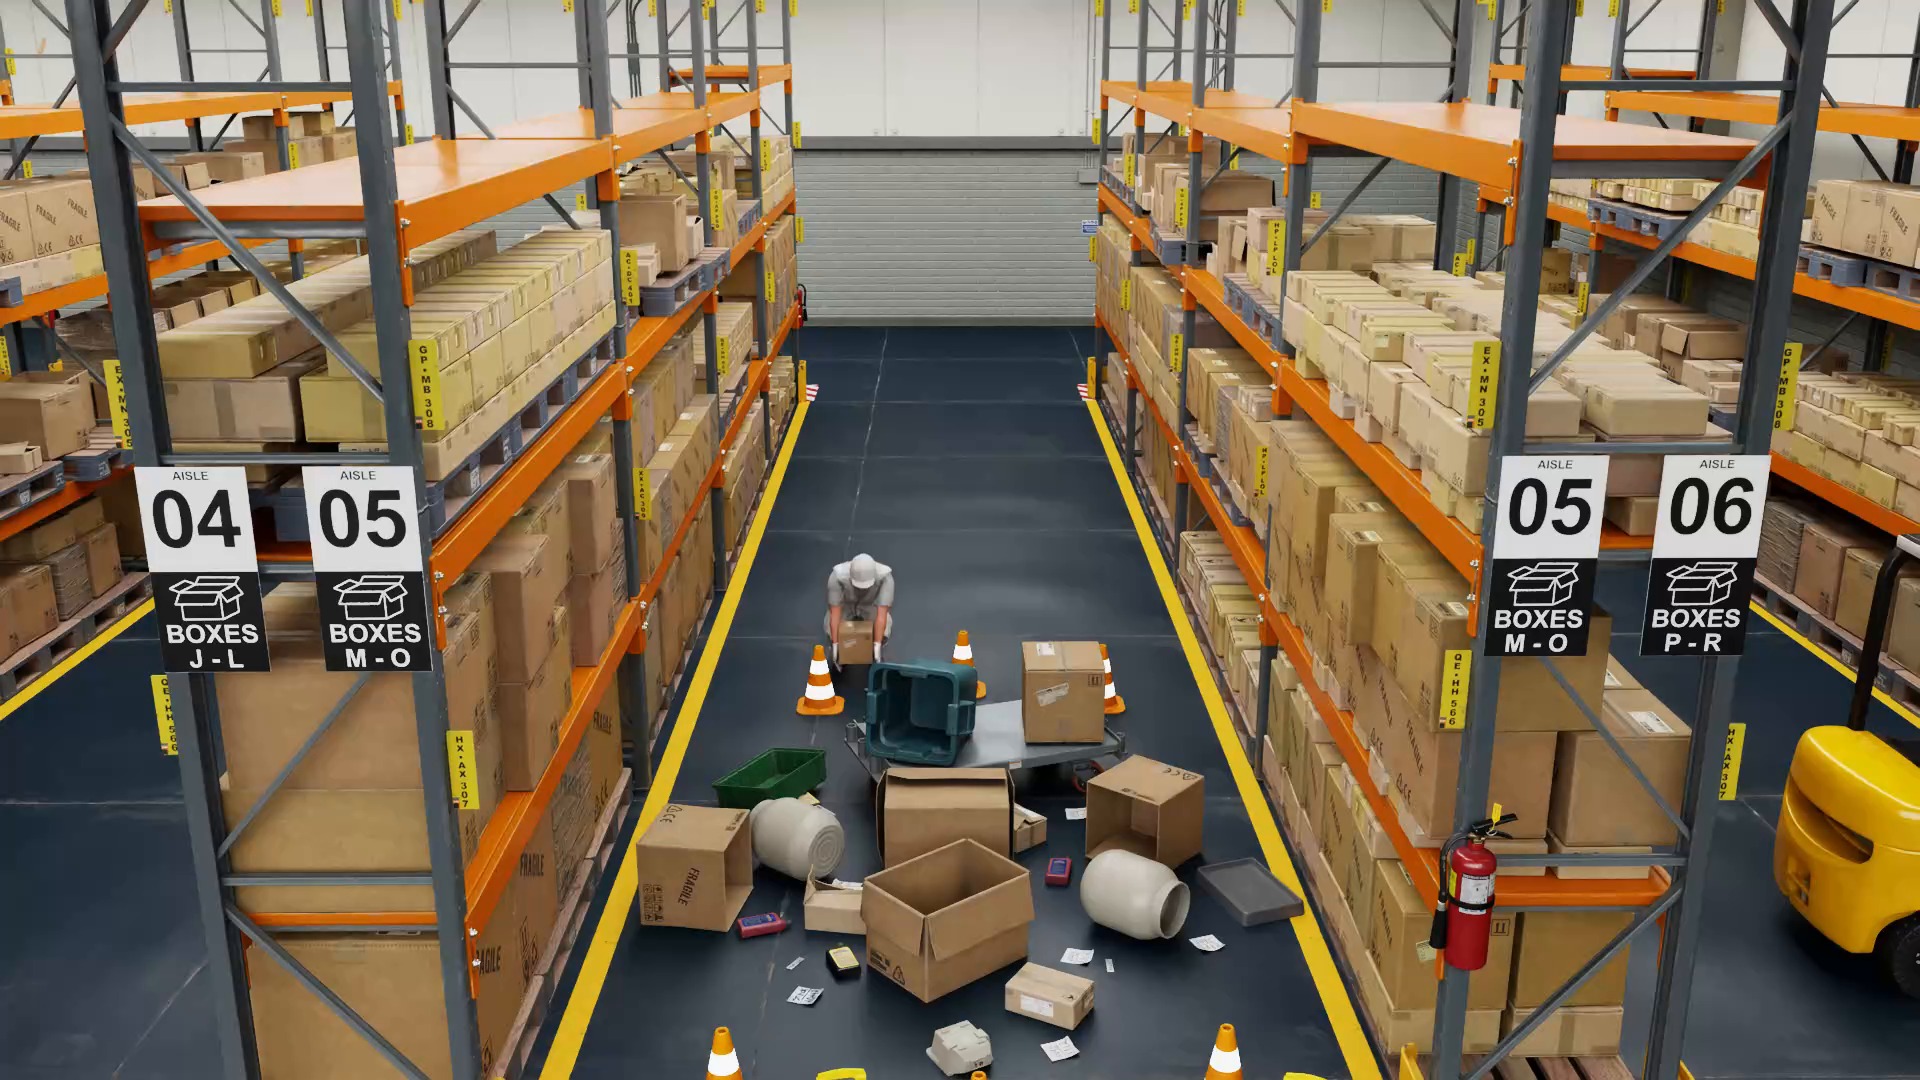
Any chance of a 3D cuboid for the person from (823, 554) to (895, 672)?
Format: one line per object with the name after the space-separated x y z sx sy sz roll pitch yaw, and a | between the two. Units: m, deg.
-0.773 0.510 12.703 0.552 0.997 0.890 0 17 -2 | person
